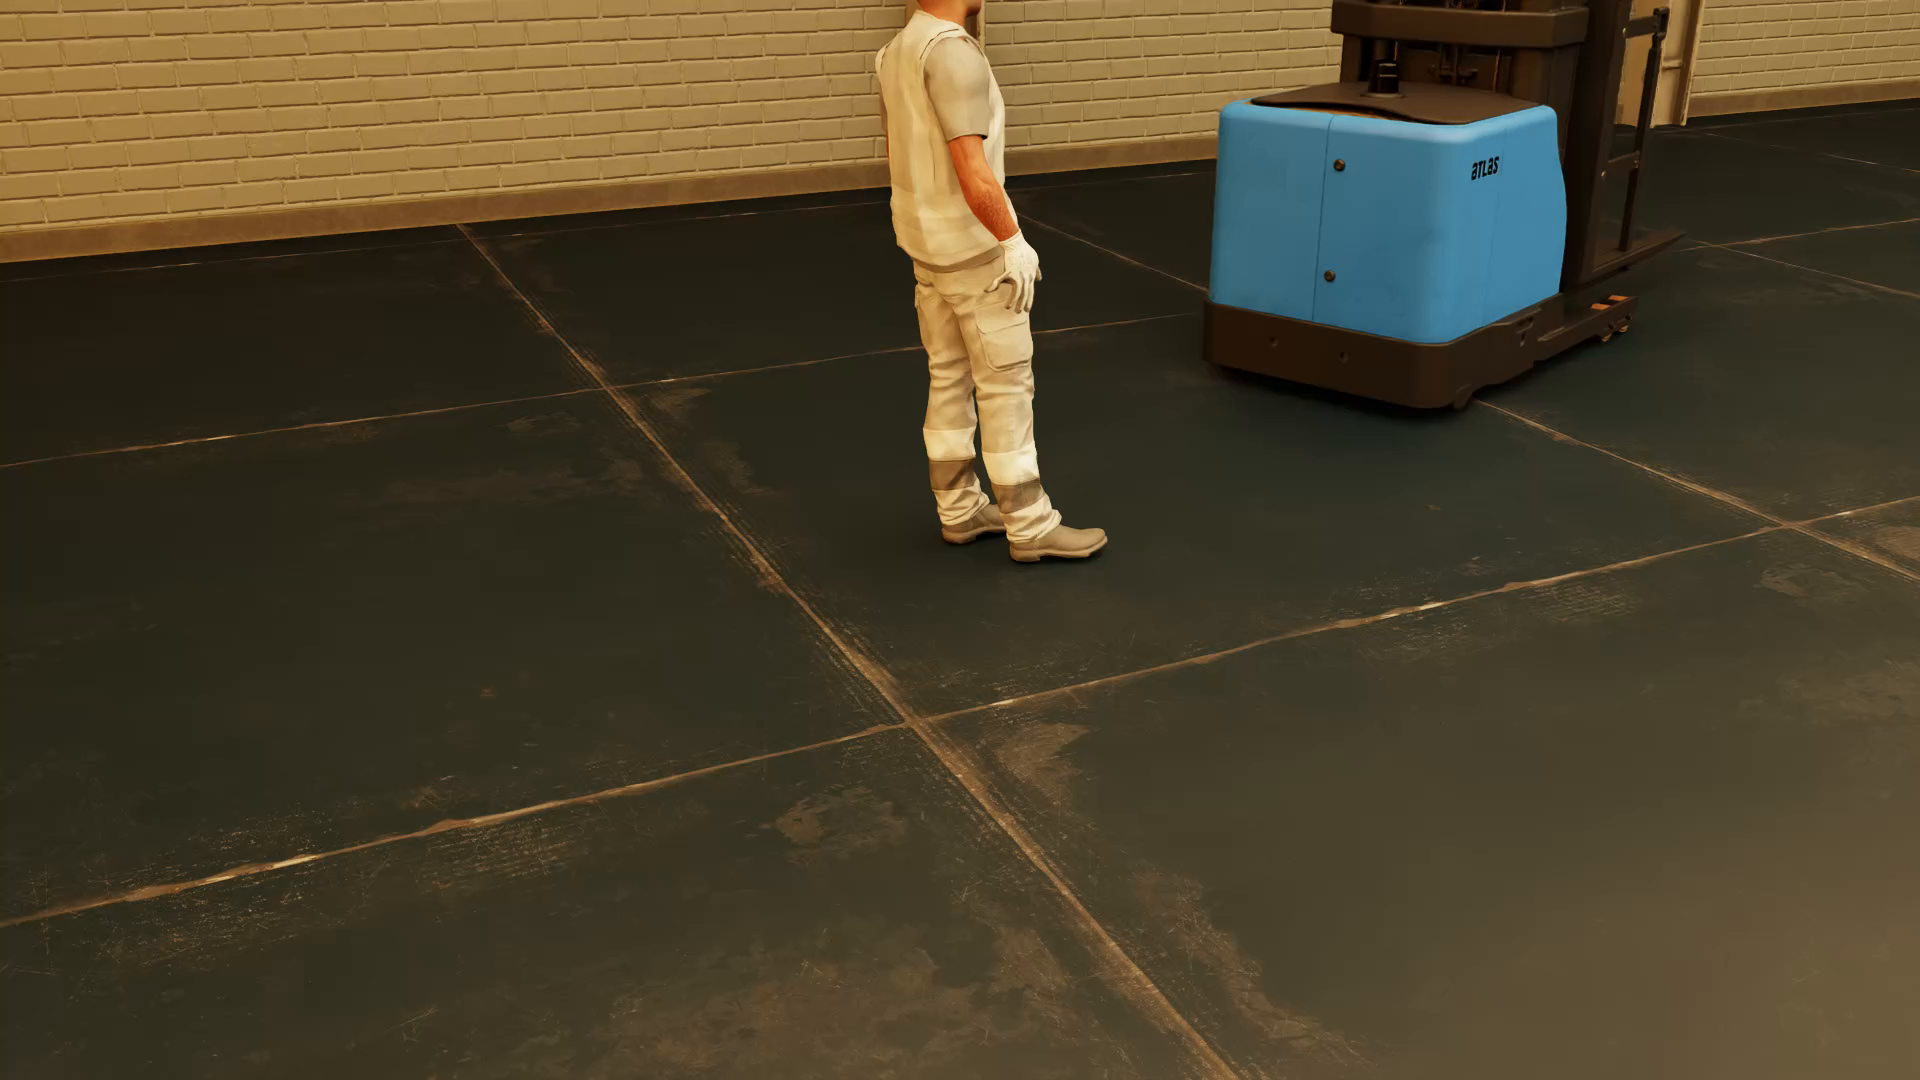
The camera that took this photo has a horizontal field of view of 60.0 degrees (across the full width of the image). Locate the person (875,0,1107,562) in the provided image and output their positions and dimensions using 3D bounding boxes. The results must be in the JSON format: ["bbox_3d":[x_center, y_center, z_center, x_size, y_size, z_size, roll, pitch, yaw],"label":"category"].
[{"bbox_3d":[0.077,-0.842,4.782,0.564,1.787,0.638,-10,25,-23],"label":"person"}]

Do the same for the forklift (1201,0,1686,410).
[{"bbox_3d":[2.321,-2.318,6.866,1.130,2.935,3.031,19,29,38],"label":"forklift"}]
